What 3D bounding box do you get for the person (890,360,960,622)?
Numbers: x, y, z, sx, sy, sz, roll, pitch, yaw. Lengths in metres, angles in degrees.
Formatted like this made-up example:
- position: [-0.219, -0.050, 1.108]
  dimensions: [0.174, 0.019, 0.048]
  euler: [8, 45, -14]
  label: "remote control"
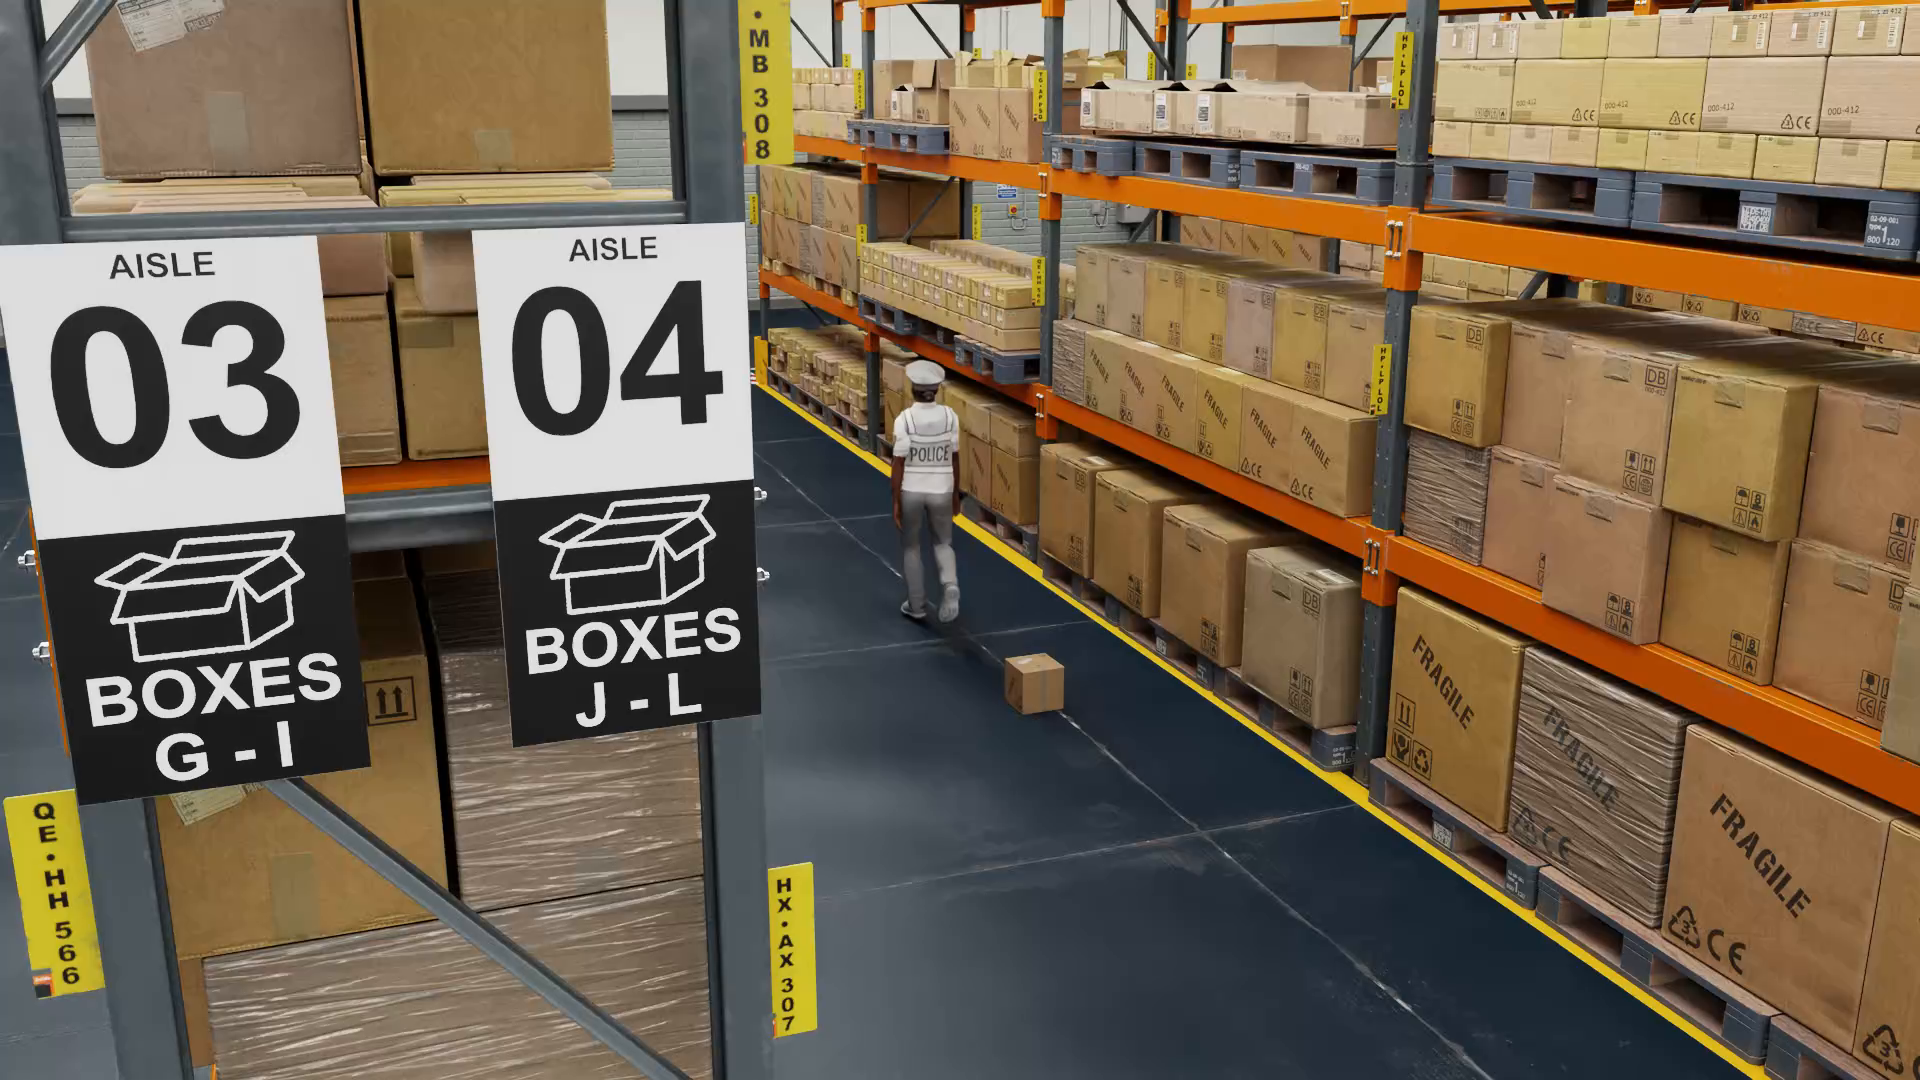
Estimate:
- position: [-0.202, -0.280, 10.407]
  dimensions: [0.465, 1.675, 0.663]
  euler: [-4, 16, -13]
  label: "person"
